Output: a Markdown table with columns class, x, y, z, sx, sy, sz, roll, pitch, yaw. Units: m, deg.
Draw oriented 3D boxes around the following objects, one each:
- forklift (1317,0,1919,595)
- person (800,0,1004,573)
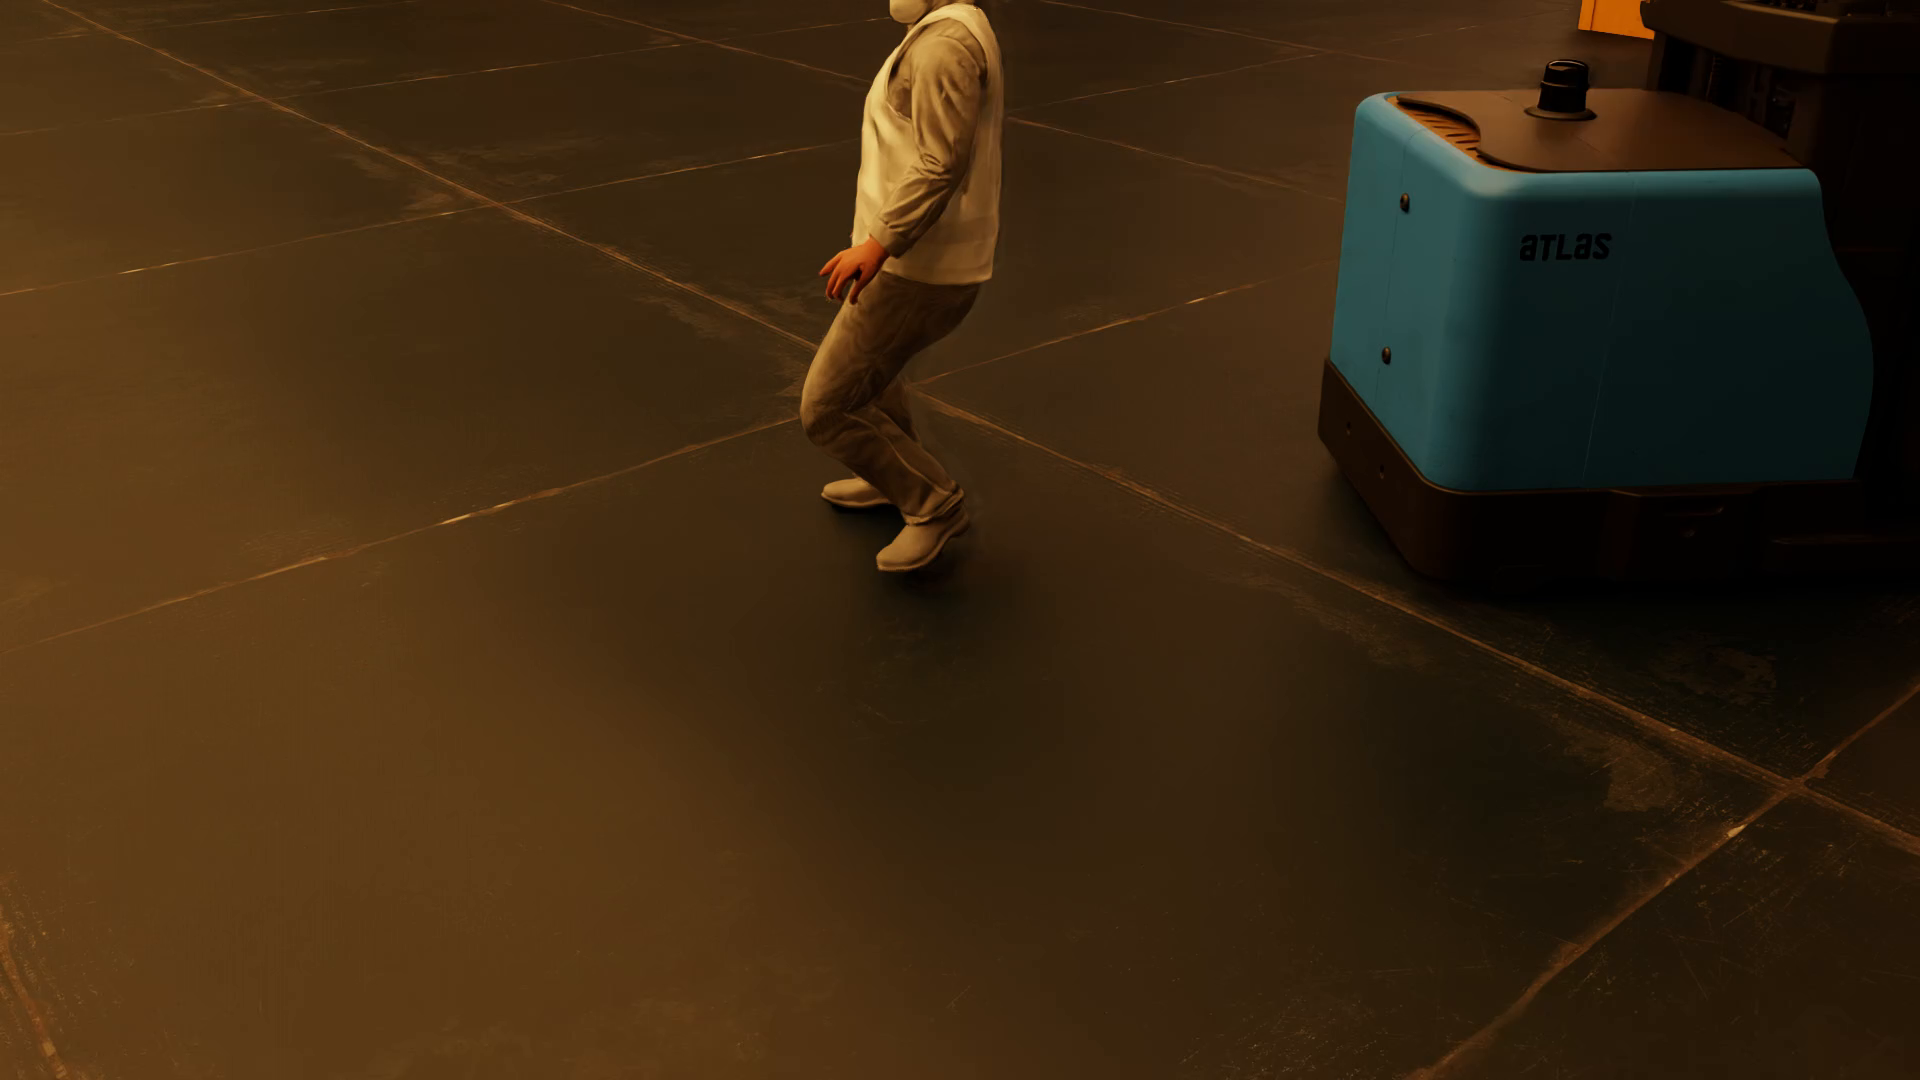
| class | x | y | z | sx | sy | sz | roll | pitch | yaw |
| --- | --- | --- | --- | --- | --- | --- | --- | --- | --- |
| forklift | 2.613 | -1.427 | 4.079 | 3.031 | 2.935 | 1.130 | -2 | 26 | -4 |
| person | -0.147 | -0.756 | 4.139 | 0.506 | 1.686 | 0.794 | 1 | 26 | 3 |
